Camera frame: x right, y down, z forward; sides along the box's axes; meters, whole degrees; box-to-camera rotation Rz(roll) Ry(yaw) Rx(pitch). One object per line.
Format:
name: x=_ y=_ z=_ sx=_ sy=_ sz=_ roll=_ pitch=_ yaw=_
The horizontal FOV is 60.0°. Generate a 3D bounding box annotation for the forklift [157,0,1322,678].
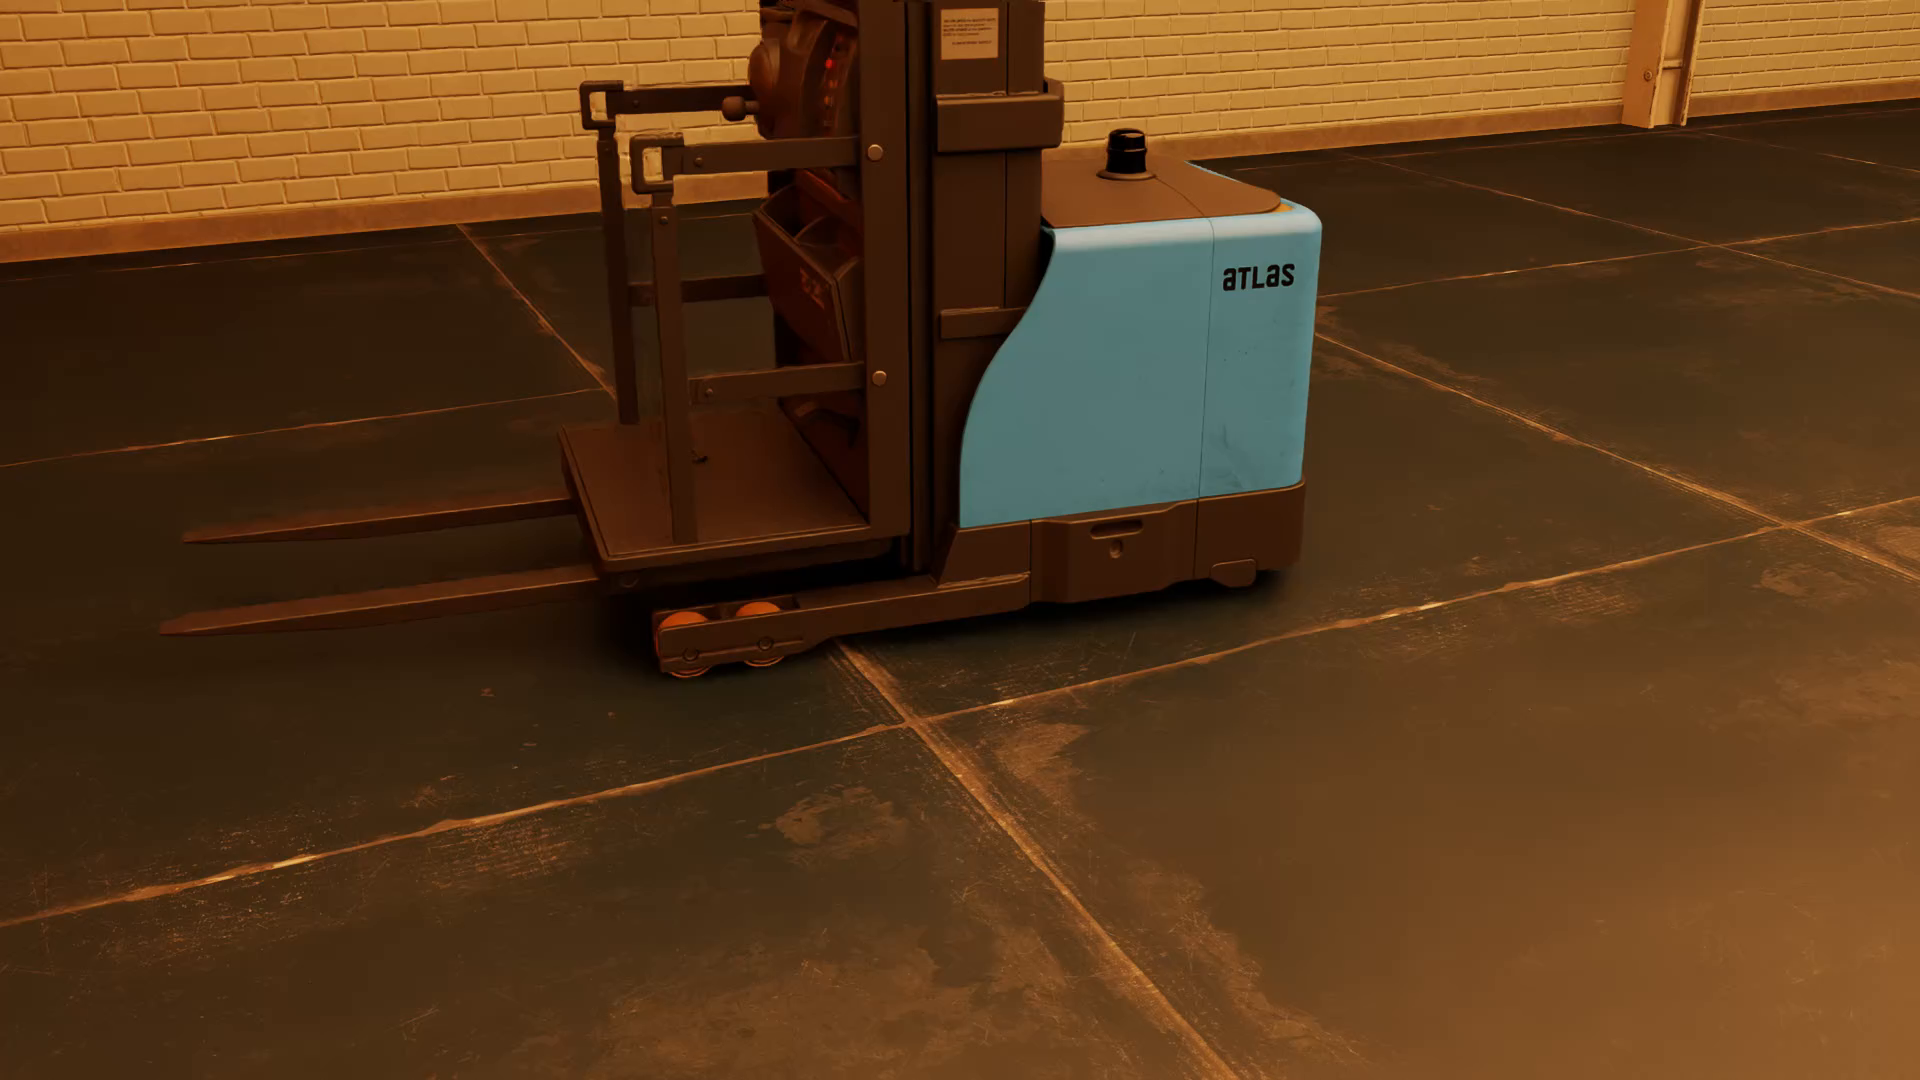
forklift: x=-0.592 y=-1.227 z=4.241 sx=3.031 sy=2.935 sz=1.130 roll=-7 pitch=24 yaw=-17
